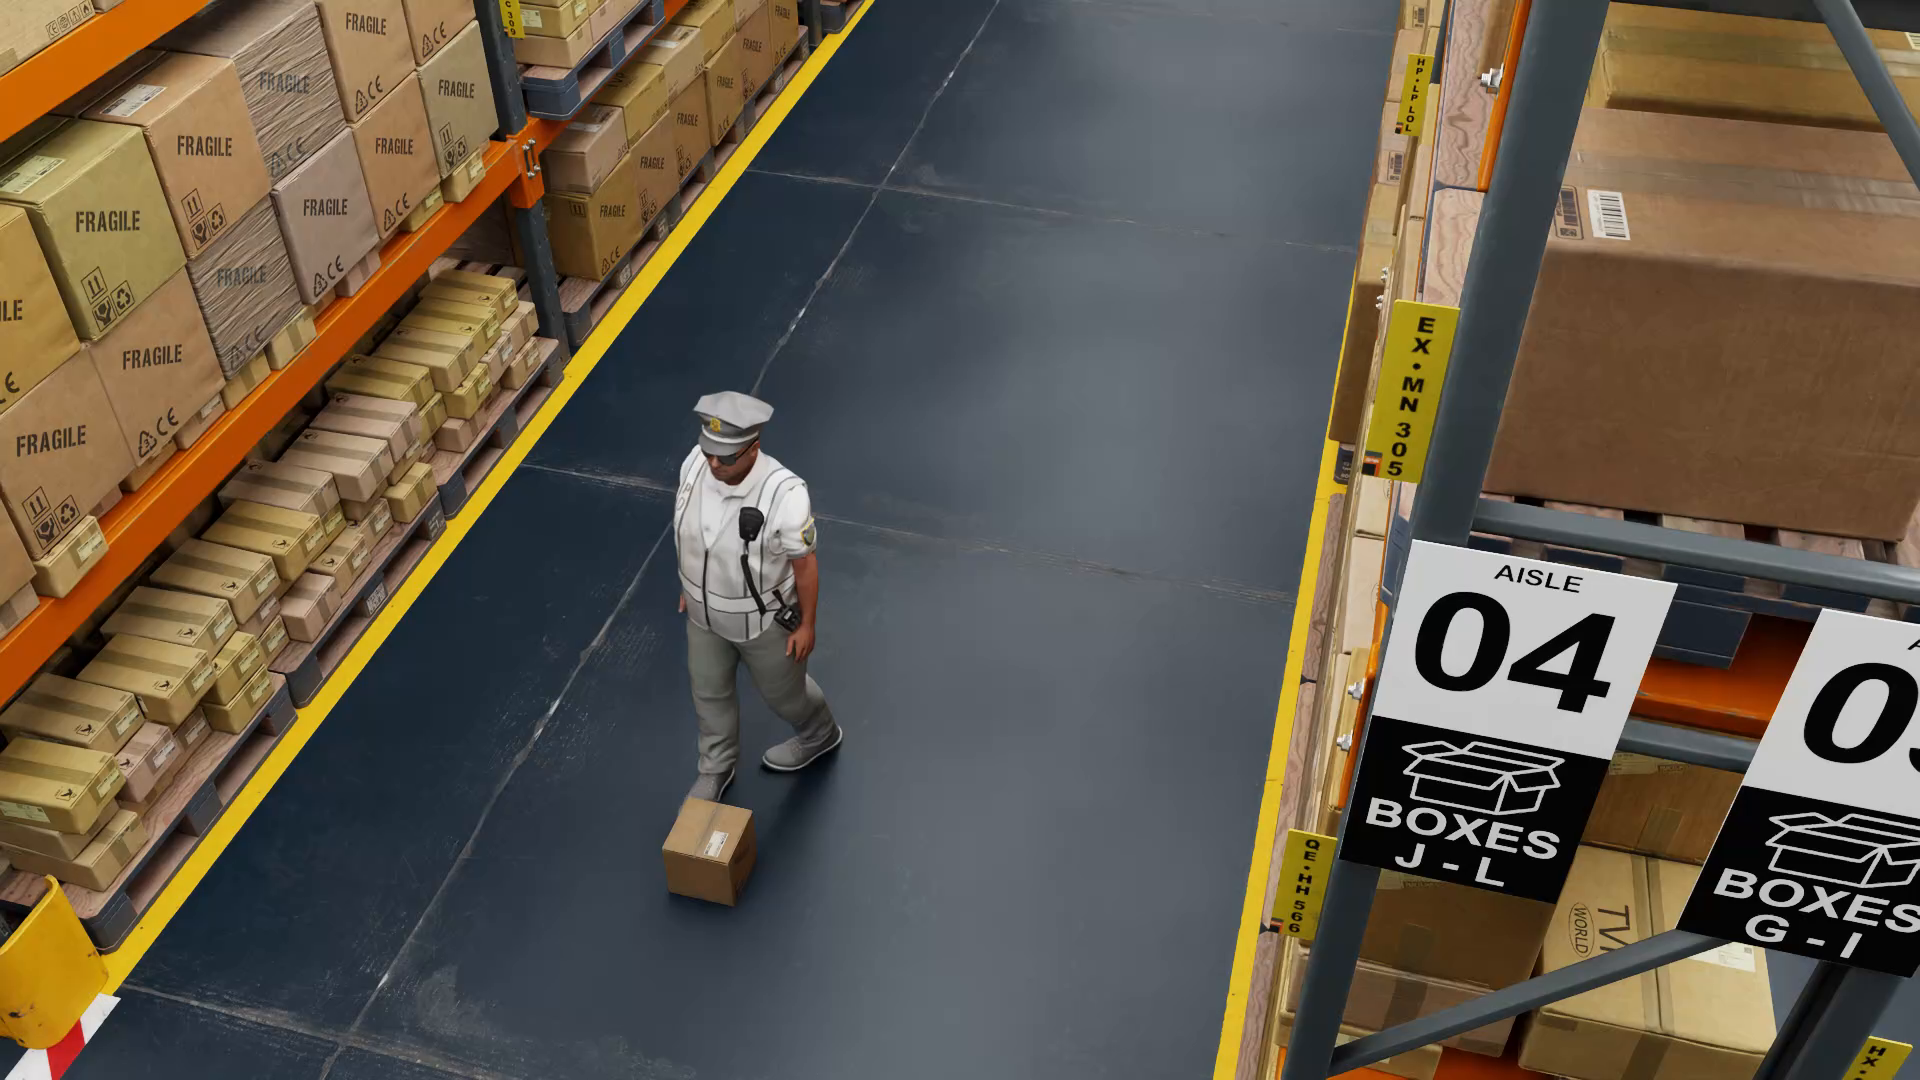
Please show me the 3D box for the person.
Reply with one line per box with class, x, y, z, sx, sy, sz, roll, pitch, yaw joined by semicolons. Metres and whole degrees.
person;-0.796;0.257;5.855;0.565;1.775;0.671;21;45;23
